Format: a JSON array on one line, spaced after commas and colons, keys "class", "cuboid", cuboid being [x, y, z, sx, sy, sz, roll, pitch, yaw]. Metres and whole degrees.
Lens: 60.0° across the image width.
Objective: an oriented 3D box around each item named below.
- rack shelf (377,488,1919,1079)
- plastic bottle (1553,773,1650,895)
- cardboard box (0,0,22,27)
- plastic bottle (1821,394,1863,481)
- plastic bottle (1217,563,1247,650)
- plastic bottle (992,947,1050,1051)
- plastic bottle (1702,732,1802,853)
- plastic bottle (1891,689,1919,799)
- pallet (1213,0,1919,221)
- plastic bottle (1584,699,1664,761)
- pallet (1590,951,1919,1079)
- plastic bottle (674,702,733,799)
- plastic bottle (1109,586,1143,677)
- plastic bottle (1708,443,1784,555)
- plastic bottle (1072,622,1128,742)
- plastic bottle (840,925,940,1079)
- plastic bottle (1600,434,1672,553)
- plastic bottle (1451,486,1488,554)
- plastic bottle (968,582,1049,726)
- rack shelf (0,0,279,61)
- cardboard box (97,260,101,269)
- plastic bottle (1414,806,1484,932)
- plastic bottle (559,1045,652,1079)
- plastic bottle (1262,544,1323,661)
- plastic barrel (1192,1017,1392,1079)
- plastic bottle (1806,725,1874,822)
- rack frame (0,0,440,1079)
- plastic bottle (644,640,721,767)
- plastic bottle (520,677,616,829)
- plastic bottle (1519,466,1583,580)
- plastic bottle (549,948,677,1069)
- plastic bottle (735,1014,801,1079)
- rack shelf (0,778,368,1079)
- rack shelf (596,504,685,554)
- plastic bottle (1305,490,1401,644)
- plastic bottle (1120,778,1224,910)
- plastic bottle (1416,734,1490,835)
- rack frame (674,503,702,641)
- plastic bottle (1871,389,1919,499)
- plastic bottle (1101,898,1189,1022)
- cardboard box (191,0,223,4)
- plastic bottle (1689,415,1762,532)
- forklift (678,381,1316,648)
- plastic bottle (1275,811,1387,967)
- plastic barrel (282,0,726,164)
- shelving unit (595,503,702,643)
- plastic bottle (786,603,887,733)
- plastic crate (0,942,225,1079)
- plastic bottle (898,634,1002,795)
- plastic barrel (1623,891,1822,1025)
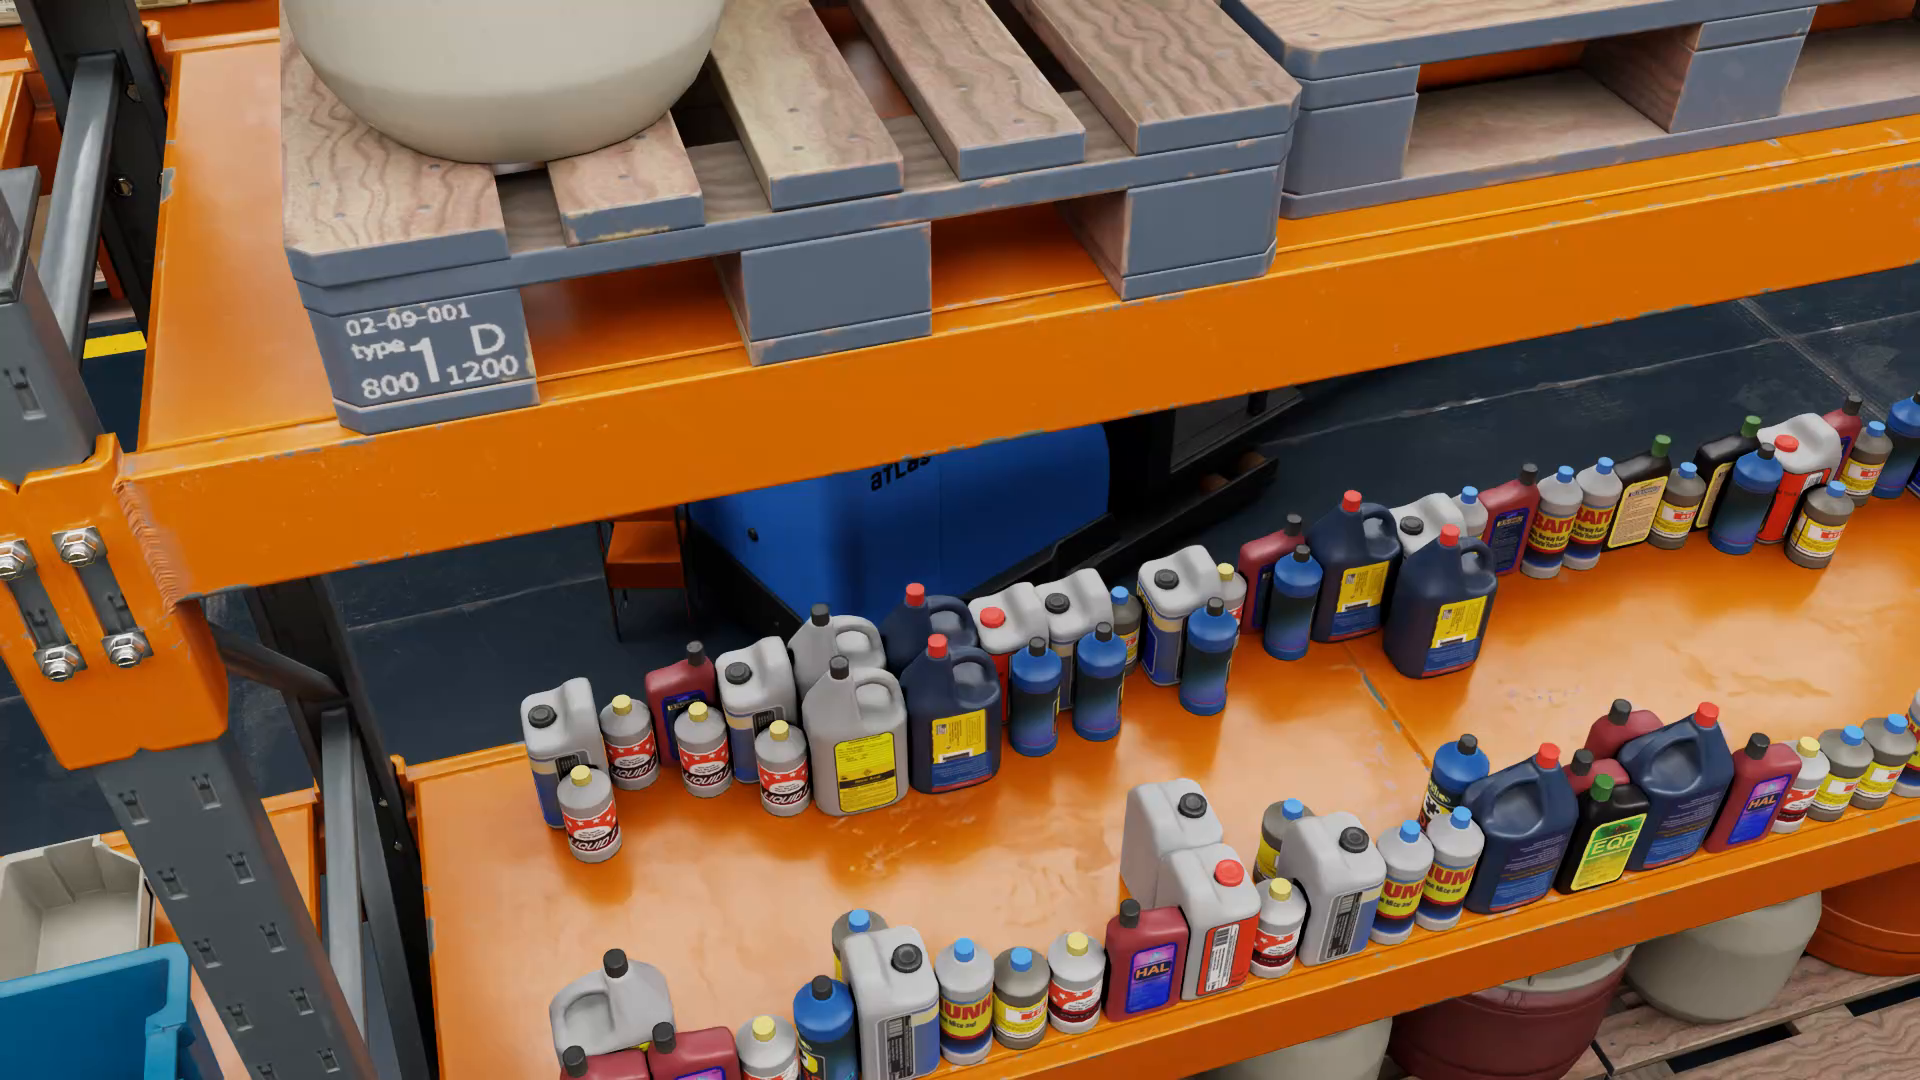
[{"class": "rack shelf", "cuboid": [0.891, 0.500, 3.444, 4.000, 0.370, 1.077, -12, 42, -13]}, {"class": "plastic bottle", "cuboid": [1.147, 0.515, 2.970, 0.133, 0.283, 0.061, -12, 42, -13]}, {"class": "cardboard box", "cuboid": [-3.433, -1.971, 5.917, 0.250, 0.149, 0.380, -11, 42, -12]}, {"class": "plastic bottle", "cuboid": [1.961, -0.203, 3.791, 0.133, 0.283, 0.061, -12, 42, -13]}, {"class": "plastic bottle", "cuboid": [0.543, 0.134, 3.467, 0.097, 0.201, 0.097, 0, 41, 0]}, {"class": "plastic bottle", "cuboid": [0.100, 0.750, 2.763, 0.097, 0.201, 0.097, 0, 41, 0]}, {"class": "plastic bottle", "cuboid": [1.450, 0.452, 3.042, 0.133, 0.283, 0.061, -12, 42, -13]}, {"class": "plastic bottle", "cuboid": [1.834, 0.364, 3.151, 0.097, 0.271, 0.097, 0, 41, 0]}, {"class": "pallet", "cuboid": [0.782, -0.876, 2.336, 1.213, 0.211, 1.003, -12, 42, -13]}, {"class": "plastic bottle", "cuboid": [1.231, 0.398, 3.103, 0.133, 0.283, 0.061, -12, 42, -13]}, {"class": "pallet", "cuboid": [2.059, 1.066, 4.369, 1.213, 0.211, 1.003, -12, 42, -13]}, {"class": "plastic bottle", "cuboid": [-0.490, 0.391, 3.174, 0.097, 0.201, 0.097, 0, 41, 0]}, {"class": "plastic bottle", "cuboid": [0.322, 0.180, 3.415, 0.097, 0.201, 0.097, 0, 41, 0]}, {"class": "plastic bottle", "cuboid": [1.747, -0.099, 3.682, 0.097, 0.271, 0.097, 0, 41, 0]}, {"class": "plastic bottle", "cuboid": [0.275, 0.269, 3.260, 0.097, 0.271, 0.097, 0, 41, 0]}, {"class": "plastic bottle", "cuboid": [-0.112, 0.747, 2.710, 0.135, 0.276, 0.152, -12, 42, -13]}, {"class": "plastic bottle", "cuboid": [1.486, -0.104, 3.678, 0.133, 0.283, 0.061, -12, 42, -13]}, {"class": "plastic bottle", "cuboid": [1.068, -0.001, 3.569, 0.097, 0.271, 0.097, 0, 41, 0]}, {"class": "plastic bottle", "cuboid": [0.091, 0.219, 3.314, 0.135, 0.276, 0.152, -12, 42, -13]}, {"class": "rack shelf", "cuboid": [-4.412, -1.817, 6.097, 4.000, 0.370, 1.077, -12, 42, -13]}, {"class": "cardboard box", "cuboid": [-3.158, -1.761, 6.782, 0.875, 0.875, 0.875, -12, 42, -13]}, {"class": "plastic bottle", "cuboid": [0.855, 0.567, 2.919, 0.097, 0.271, 0.097, 0, 41, 0]}, {"class": "plastic bottle", "cuboid": [-0.539, 0.864, 2.570, 0.133, 0.283, 0.061, -12, 42, -13]}, {"class": "plastic bottle", "cuboid": [0.689, 0.120, 3.431, 0.097, 0.271, 0.097, 0, 41, 0]}, {"class": "plastic barrel", "cuboid": [0.748, 1.111, 3.770, 0.421, 0.512, 0.421, 0, 41, 0]}, {"class": "plastic bottle", "cuboid": [1.648, 0.429, 3.130, 0.097, 0.201, 0.097, 0, 41, 0]}, {"class": "rack frame", "cuboid": [-1.017, 0.625, 2.755, 0.127, 3.000, 1.000, -12, 42, -13]}, {"class": "plastic bottle", "cuboid": [-0.531, 0.314, 3.200, 0.133, 0.283, 0.061, -12, 42, -13]}, {"class": "plastic bottle", "cuboid": [-0.738, 0.391, 3.117, 0.135, 0.276, 0.152, -12, 42, -13]}, {"class": "plastic bottle", "cuboid": [1.288, -0.046, 3.621, 0.097, 0.271, 0.097, 0, 41, 0]}, {"class": "plastic bottle", "cuboid": [-0.545, 0.769, 2.627, 0.185, 0.351, 0.144, -12, 42, -13]}, {"class": "plastic bottle", "cuboid": [-0.307, 0.834, 2.666, 0.097, 0.201, 0.097, 0, 41, 0]}, {"class": "rack shelf", "cuboid": [-2.925, 1.291, 2.539, 4.000, 0.370, 1.077, -12, 42, -13]}, {"class": "rack shelf", "cuboid": [-0.981, -0.122, 5.108, 0.240, 0.259, 0.215, -1, 41, -1]}, {"class": "plastic bottle", "cuboid": [0.812, 0.039, 3.463, 0.185, 0.351, 0.144, -12, 42, -13]}, {"class": "plastic bottle", "cuboid": [0.376, 0.541, 2.946, 0.135, 0.276, 0.152, -12, 42, -13]}, {"class": "plastic bottle", "cuboid": [0.905, 0.457, 3.044, 0.097, 0.271, 0.097, 0, 41, 0]}, {"class": "rack frame", "cuboid": [-0.859, -0.131, 5.102, 0.008, 1.050, 0.200, -1, 41, -1]}, {"class": "plastic bottle", "cuboid": [2.170, -0.229, 3.830, 0.097, 0.271, 0.097, 0, 41, 0]}, {"class": "plastic bottle", "cuboid": [0.308, 0.688, 2.771, 0.133, 0.283, 0.061, -12, 42, -13]}, {"class": "cardboard box", "cuboid": [-2.697, -2.123, 6.091, 0.250, 0.149, 0.380, -11, 42, -13]}, {"class": "plastic bottle", "cuboid": [1.706, -0.150, 3.730, 0.133, 0.283, 0.061, -12, 42, -13]}, {"class": "forklift", "cuboid": [0.496, -1.408, 5.134, 3.031, 2.935, 1.130, -29, 49, -29]}, {"class": "plastic bottle", "cuboid": [0.643, 0.590, 2.889, 0.135, 0.276, 0.152, -12, 42, -13]}, {"class": "plastic barrel", "cuboid": [-0.440, -0.661, 1.524, 0.433, 0.535, 0.433, 0, 41, 0]}, {"class": "shelving unit", "cuboid": [-0.981, -0.130, 5.101, 0.252, 1.050, 0.215, -1, 41, -1]}, {"class": "plastic bottle", "cuboid": [-0.239, 0.256, 3.214, 0.185, 0.351, 0.144, -12, 42, -13]}, {"class": "plastic crate", "cuboid": [-1.360, 0.915, 2.390, 0.575, 0.384, 0.392, -12, 42, -13]}, {"class": "plastic bottle", "cuboid": [-0.019, 0.310, 3.152, 0.185, 0.351, 0.144, -12, 42, -13]}, {"class": "plastic barrel", "cuboid": [1.825, 0.888, 4.025, 0.421, 0.512, 0.421, 0, 41, 0]}]
